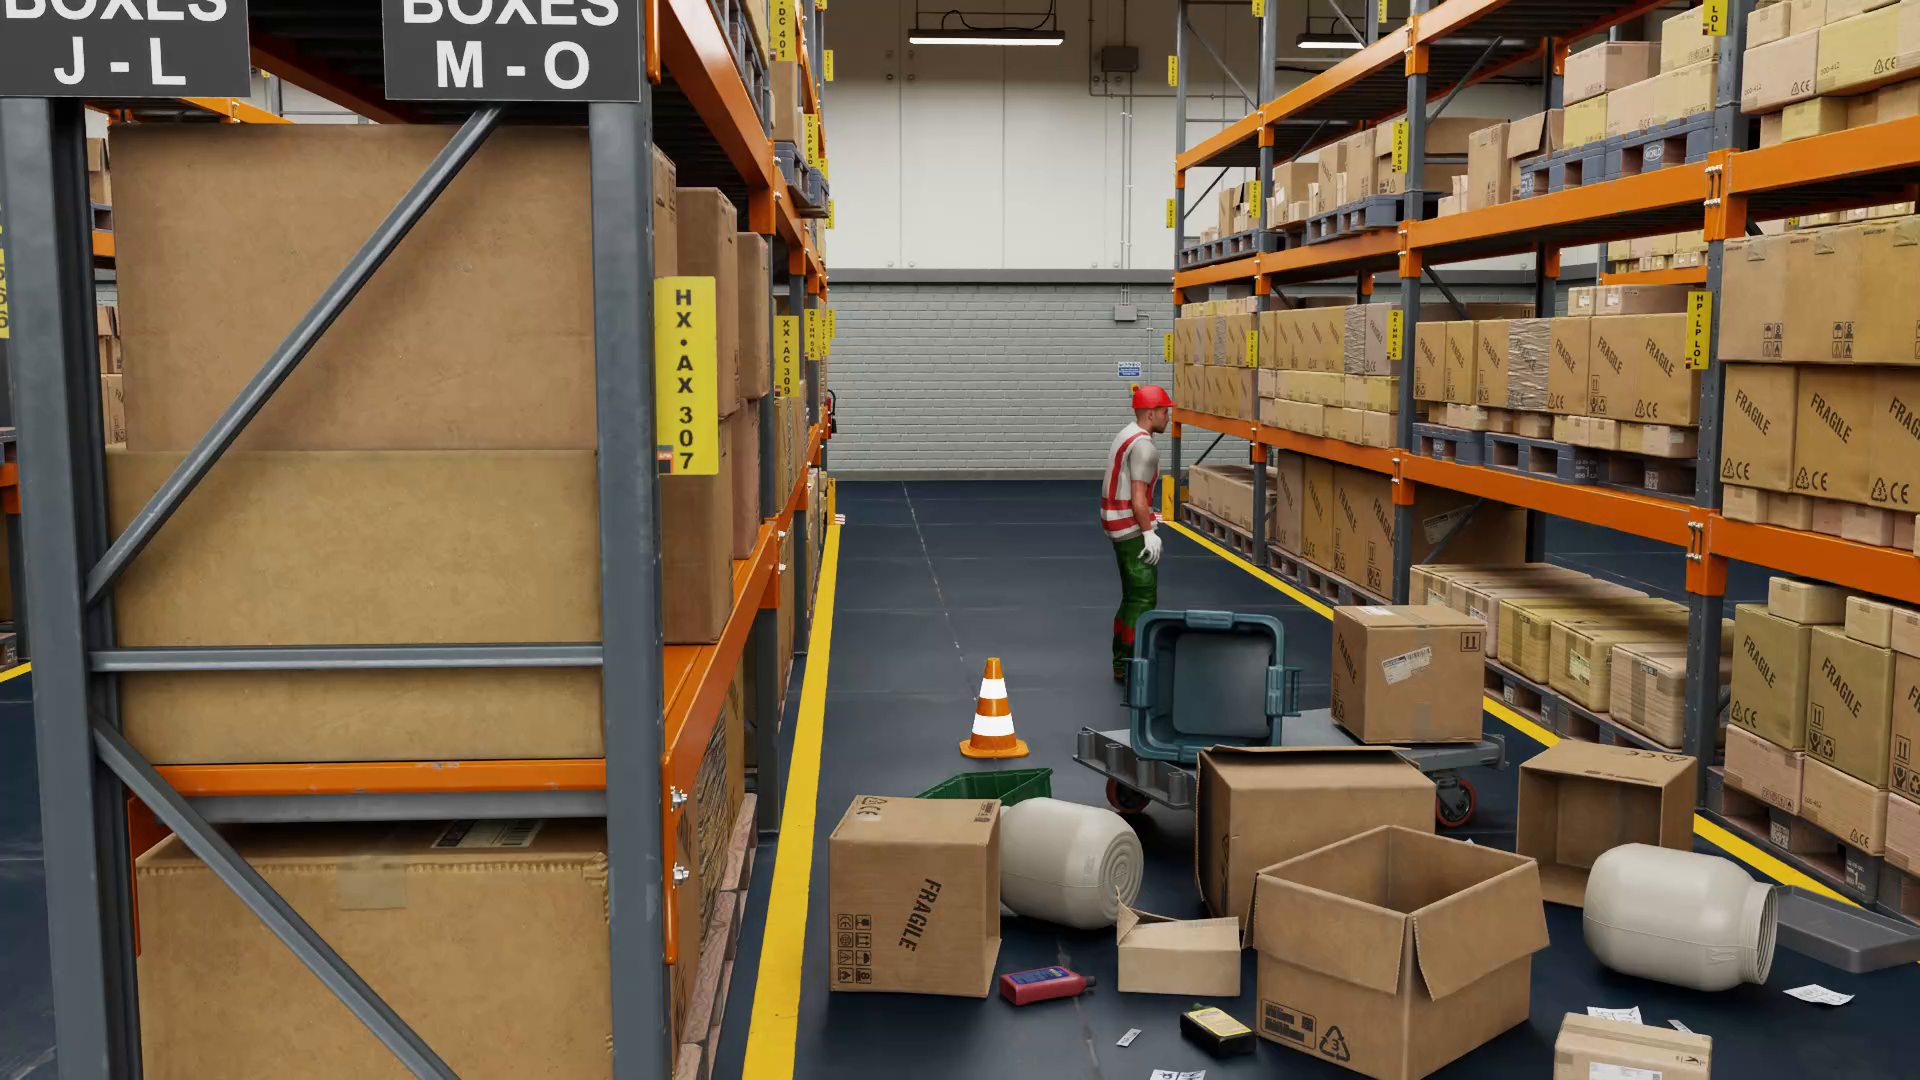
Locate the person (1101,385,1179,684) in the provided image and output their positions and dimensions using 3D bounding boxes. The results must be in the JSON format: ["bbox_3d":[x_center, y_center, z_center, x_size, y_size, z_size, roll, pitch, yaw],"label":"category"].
[{"bbox_3d":[1.076,-0.030,9.928,0.450,1.780,0.607,0,7,-4],"label":"person"}]
